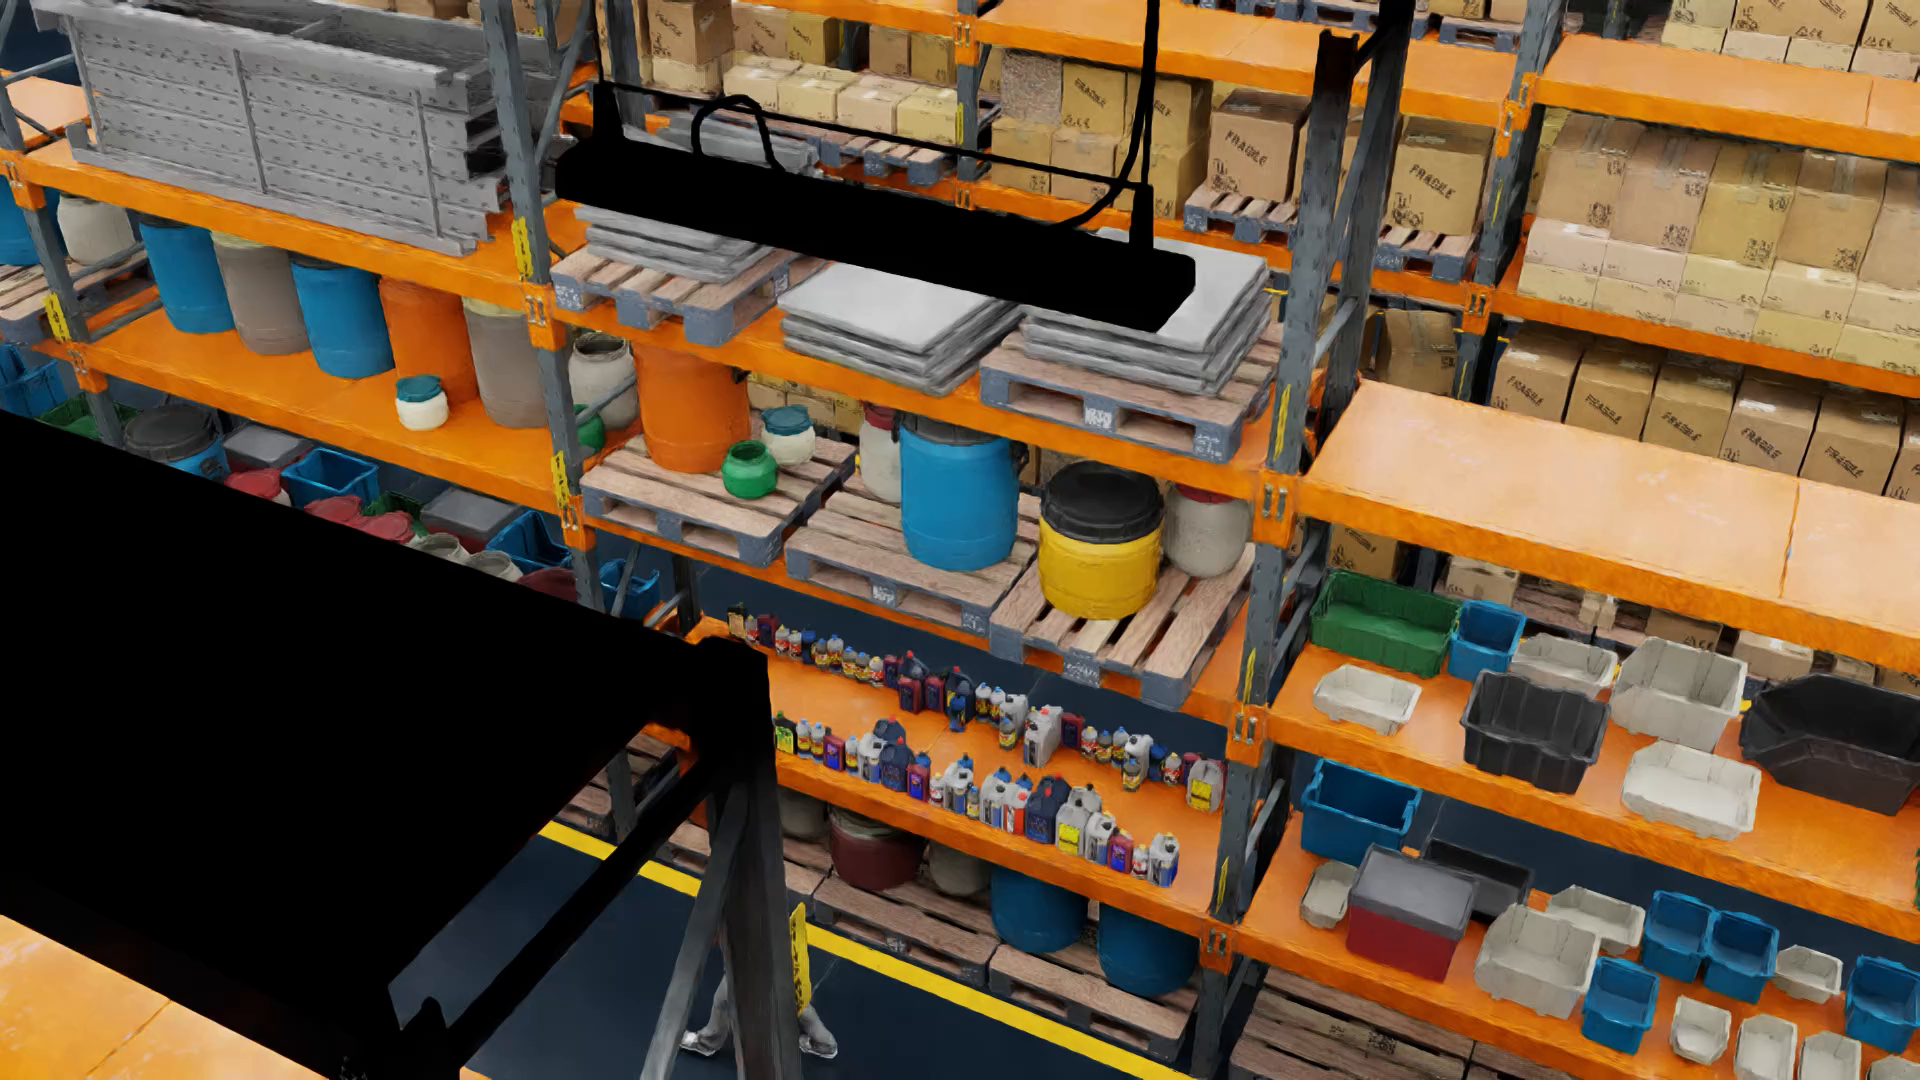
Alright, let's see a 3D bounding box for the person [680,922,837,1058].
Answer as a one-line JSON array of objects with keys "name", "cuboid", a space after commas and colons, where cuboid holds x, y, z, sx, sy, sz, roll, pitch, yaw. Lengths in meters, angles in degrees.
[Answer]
[{"name": "person", "cuboid": [-1.169, 2.311, 9.219, 0.955, 1.533, 0.412, 11, 37, 15]}]
